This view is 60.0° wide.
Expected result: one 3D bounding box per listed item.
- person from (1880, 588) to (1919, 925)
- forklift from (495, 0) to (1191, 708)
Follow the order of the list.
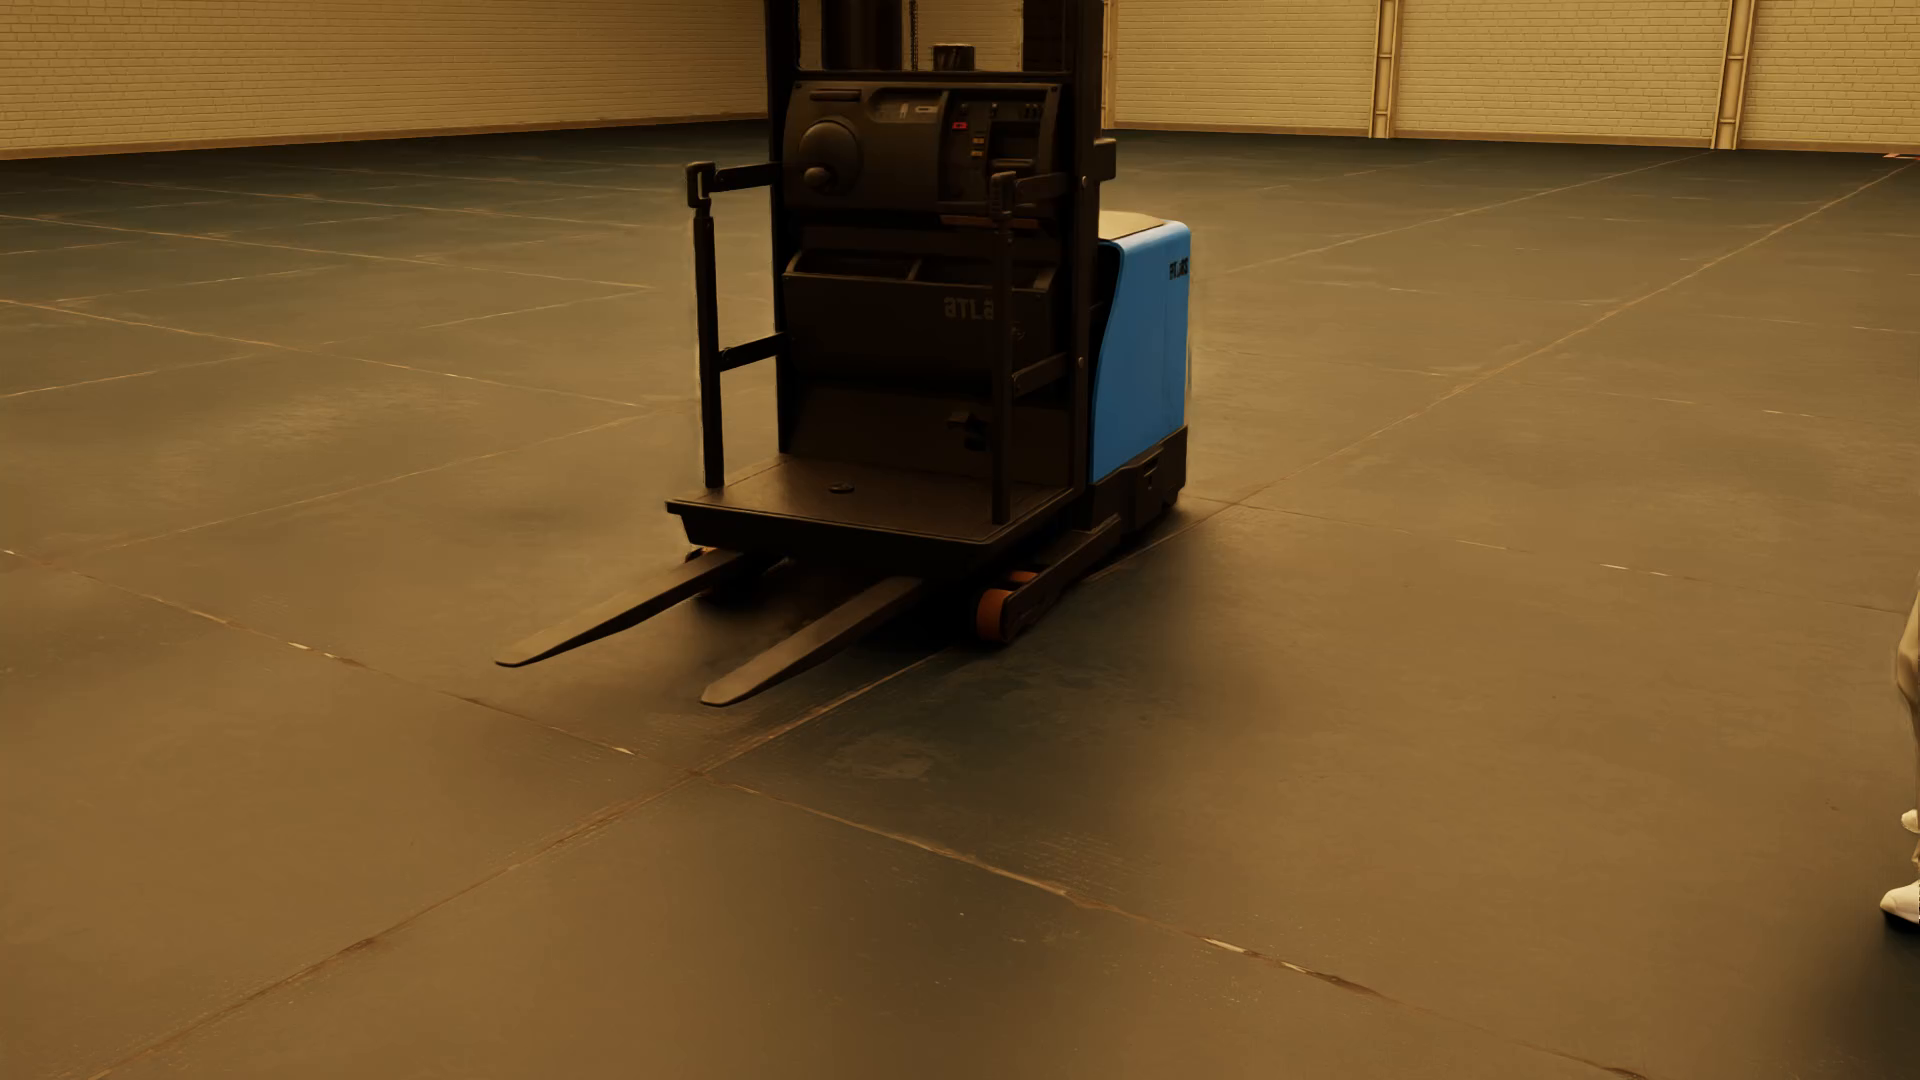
[{"bbox_3d":[2.173,-0.075,3.381,0.398,1.643,0.791,8,19,26],"label":"person"},{"bbox_3d":[-0.216,-1.238,4.971,1.130,2.935,3.031,8,18,24],"label":"forklift"}]
